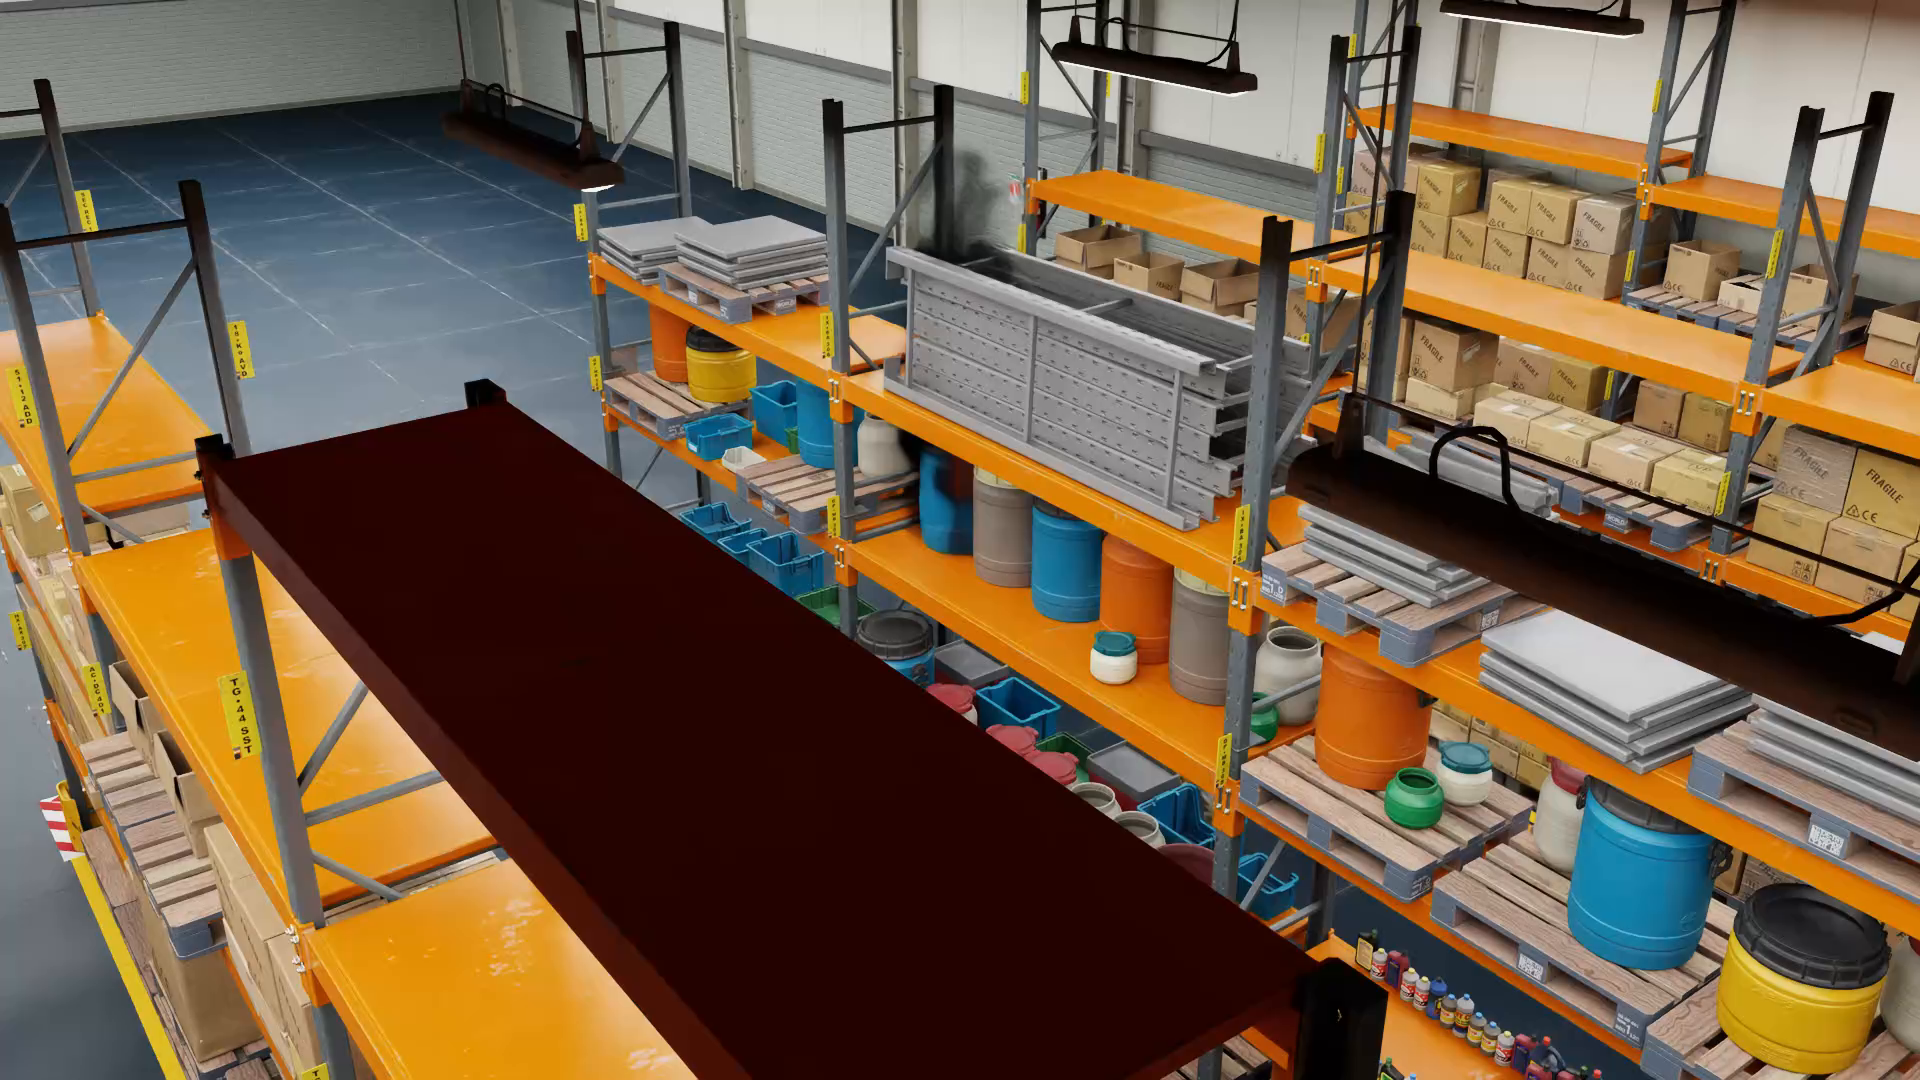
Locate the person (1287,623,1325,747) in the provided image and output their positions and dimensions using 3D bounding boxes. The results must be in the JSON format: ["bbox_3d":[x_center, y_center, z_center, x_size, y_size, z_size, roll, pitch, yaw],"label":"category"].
[{"bbox_3d":[2.815,1.329,13.560,0.750,1.613,0.564,19,31,35],"label":"person"}]

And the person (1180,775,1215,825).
[{"bbox_3d":[1.869,1.375,13.172,0.681,1.819,0.919,-14,28,-28],"label":"person"}]
